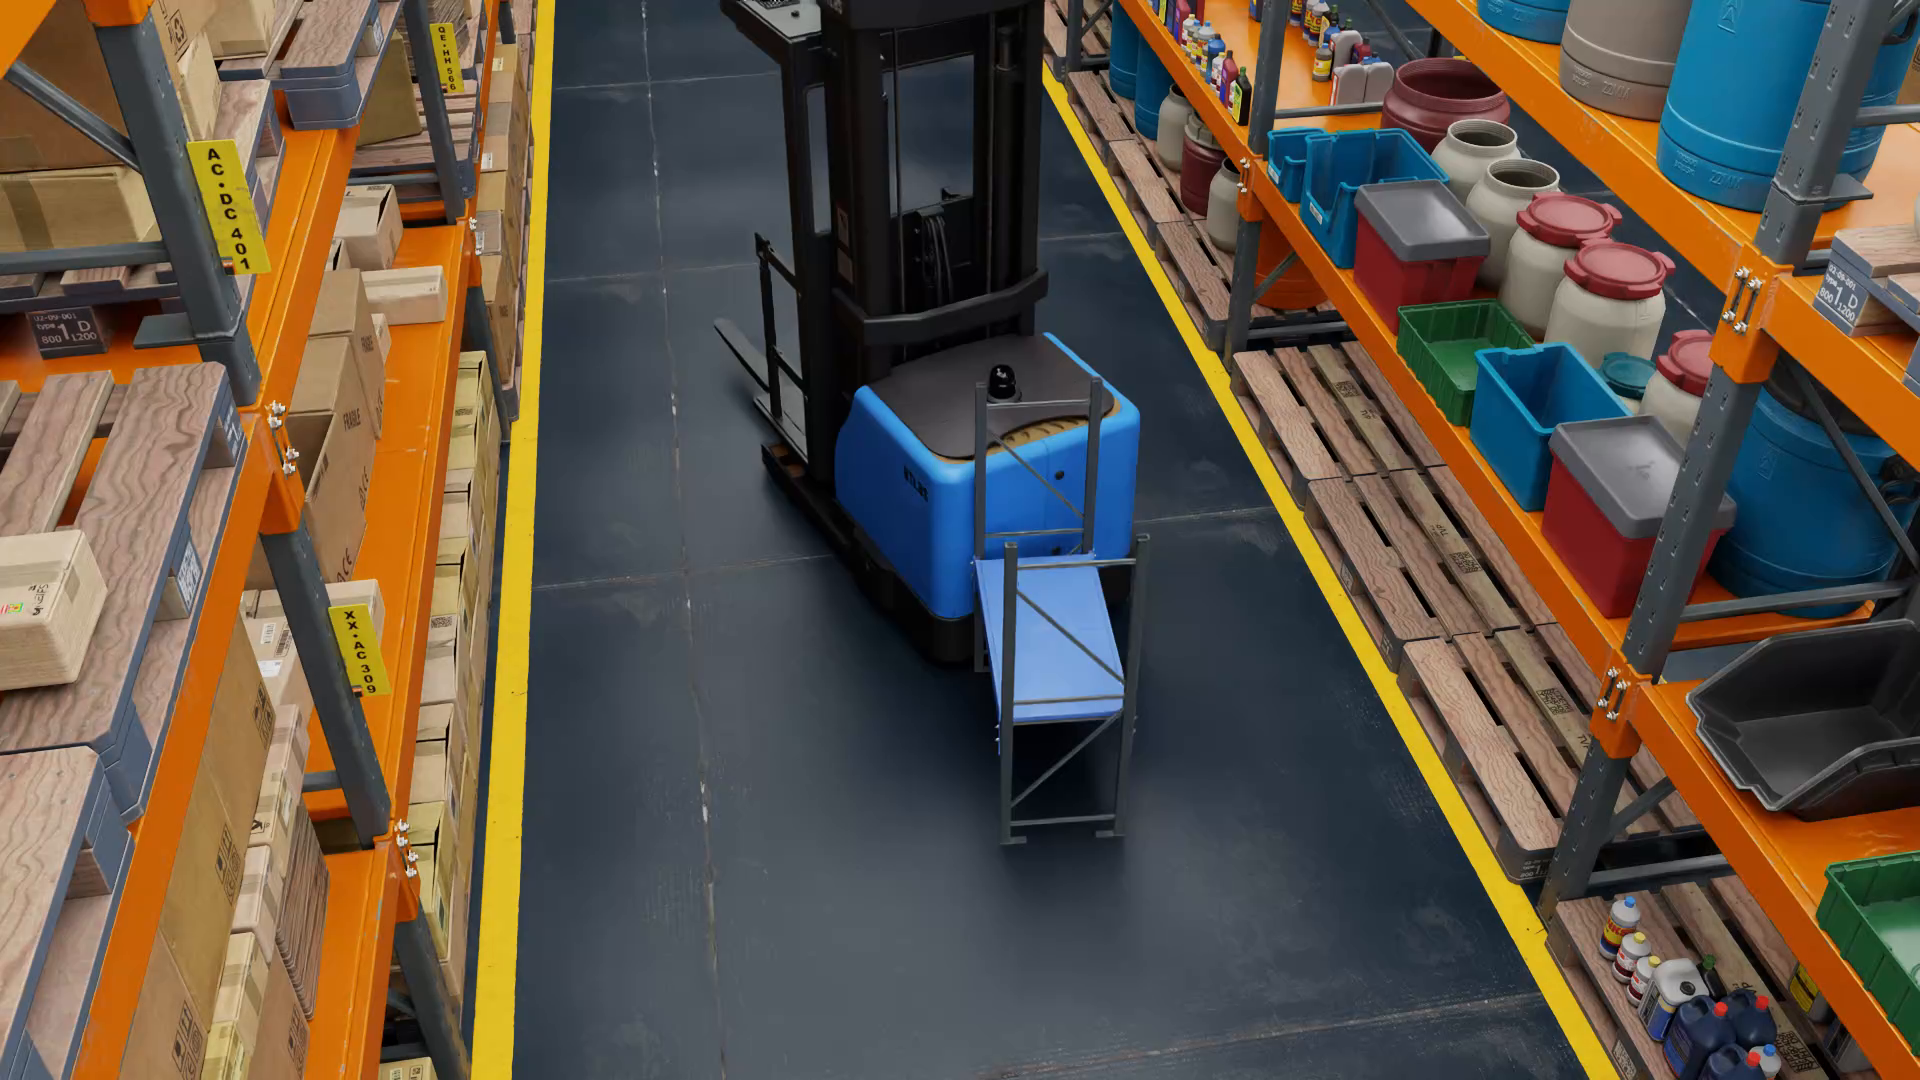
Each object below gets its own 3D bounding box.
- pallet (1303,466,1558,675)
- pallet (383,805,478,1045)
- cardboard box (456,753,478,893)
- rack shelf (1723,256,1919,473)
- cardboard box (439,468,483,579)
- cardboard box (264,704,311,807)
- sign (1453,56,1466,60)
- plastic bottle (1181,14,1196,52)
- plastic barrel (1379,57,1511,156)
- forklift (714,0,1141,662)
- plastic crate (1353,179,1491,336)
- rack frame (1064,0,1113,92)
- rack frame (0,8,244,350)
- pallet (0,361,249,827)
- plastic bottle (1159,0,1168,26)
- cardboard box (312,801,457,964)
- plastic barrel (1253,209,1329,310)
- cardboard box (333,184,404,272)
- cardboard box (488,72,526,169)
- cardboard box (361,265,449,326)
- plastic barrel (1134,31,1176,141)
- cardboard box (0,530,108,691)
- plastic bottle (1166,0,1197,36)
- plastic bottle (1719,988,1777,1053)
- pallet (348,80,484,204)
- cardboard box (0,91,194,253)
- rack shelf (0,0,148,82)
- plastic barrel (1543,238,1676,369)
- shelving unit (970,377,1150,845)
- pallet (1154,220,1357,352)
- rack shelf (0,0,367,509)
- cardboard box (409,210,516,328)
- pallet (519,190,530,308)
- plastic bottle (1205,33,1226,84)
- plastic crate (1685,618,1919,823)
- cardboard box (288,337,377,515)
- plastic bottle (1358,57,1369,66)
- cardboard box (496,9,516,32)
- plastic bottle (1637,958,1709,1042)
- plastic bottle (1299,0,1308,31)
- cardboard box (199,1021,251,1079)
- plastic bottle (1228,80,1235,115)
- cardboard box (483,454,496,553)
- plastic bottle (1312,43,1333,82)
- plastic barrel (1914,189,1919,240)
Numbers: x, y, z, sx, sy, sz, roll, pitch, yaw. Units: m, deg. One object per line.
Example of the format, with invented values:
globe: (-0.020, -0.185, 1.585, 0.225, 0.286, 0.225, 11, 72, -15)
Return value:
pallet: (2.301, 0.101, 7.848, 1.003, 0.211, 1.213, -6, 38, -8)
pallet: (-2.351, 1.399, 6.177, 1.003, 0.211, 1.213, -6, 38, -8)
cardboard box: (-2.098, 1.079, 6.214, 0.500, 0.250, 0.500, -5, 38, -7)
rack shelf: (3.045, 0.516, 3.183, 1.077, 0.370, 4.000, -6, 38, -8)
cardboard box: (-2.367, -0.071, 7.238, 0.500, 0.311, 0.500, -6, 38, -8)
cardboard box: (-1.925, 0.584, 4.343, 0.380, 0.149, 0.250, -6, 38, -8)
sign: (2.533, -2.336, 8.579, 0.100, 0.325, 0.005, -6, 38, -8)
plastic bottle: (1.340, -2.951, 9.665, 0.097, 0.201, 0.097, 0, 38, 0)
plastic barrel: (2.372, -2.014, 8.186, 0.600, 0.536, 0.708, -6, 38, -8)
forklift: (-0.362, -1.507, 7.701, 1.130, 2.935, 3.031, -19, 42, -23)
plastic crate: (1.975, -1.224, 7.229, 0.402, 0.464, 0.583, -6, 38, -8)
rack frame: (1.291, -4.624, 11.657, 1.000, 3.000, 0.127, -6, 38, -8)
rack frame: (-2.183, -1.630, 2.914, 1.000, 3.000, 0.127, -6, 38, -8)
pallet: (-2.008, 0.101, 3.202, 1.003, 0.211, 1.213, -6, 38, -8)
plastic bottle: (1.246, -3.243, 9.974, 0.061, 0.283, 0.133, -6, 38, -8)
cardboard box: (-2.011, 1.161, 5.653, 0.500, 0.311, 0.500, -6, 38, -8)
plastic barrel: (1.890, -1.810, 9.462, 0.600, 0.830, 0.708, -6, 38, -8)
cardboard box: (-2.864, -1.418, 7.603, 0.500, 0.311, 0.500, -4, 38, -5)
cardboard box: (-3.139, -2.713, 10.876, 0.500, 0.500, 0.500, -6, 38, -8)
cardboard box: (-2.455, -1.065, 7.280, 0.380, 0.149, 0.250, -6, 38, -8)
plastic barrel: (1.494, -3.203, 11.196, 0.600, 0.901, 0.708, -6, 38, -8)
cardboard box: (-1.703, 0.131, 2.839, 0.380, 0.149, 0.250, -6, 38, -8)
plastic bottle: (1.315, -3.178, 9.836, 0.144, 0.351, 0.185, -6, 38, -8)
plastic bottle: (2.569, 1.597, 5.450, 0.144, 0.351, 0.185, -6, 38, -8)
pallet: (-3.073, -2.003, 8.440, 1.213, 0.211, 1.003, -6, 38, -8)
cardboard box: (-2.282, -0.926, 4.232, 0.500, 0.250, 0.500, -2, 38, -3)
rack shelf: (-1.833, 0.020, 1.702, 1.077, 0.370, 4.000, -6, 38, -8)
plastic barrel: (2.614, -0.890, 6.740, 0.433, 0.535, 0.433, 0, 38, 0)
shelving unit: (0.357, 0.284, 6.562, 0.538, 1.500, 1.048, -3, 38, -4)
pallet: (1.813, -1.578, 10.010, 1.003, 0.211, 1.213, -6, 38, -8)
rack shelf: (-2.534, -1.370, 5.610, 1.077, 0.370, 4.000, -6, 38, -8)
cardboard box: (-2.780, -1.485, 9.296, 0.500, 0.500, 0.500, -8, 38, -10)
pallet: (-3.189, -1.767, 10.252, 1.003, 0.211, 1.213, -6, 38, -8)
plastic bottle: (1.425, -2.684, 9.265, 0.097, 0.271, 0.097, 0, 38, 0)
plastic crate: (2.661, 0.562, 5.032, 0.767, 0.338, 0.504, -6, 38, -8)
cardboard box: (-2.482, -0.387, 6.122, 0.500, 0.500, 0.500, -6, 38, -8)
plastic bottle: (2.225, -2.557, 9.159, 0.097, 0.201, 0.097, 0, 38, 0)
cardboard box: (-3.608, -3.946, 12.736, 0.380, 0.166, 0.250, -6, 38, -8)
plastic bottle: (2.402, 1.542, 5.582, 0.152, 0.276, 0.135, -5, 38, -6)
plastic bottle: (2.077, -3.161, 9.869, 0.061, 0.283, 0.133, -6, 38, -8)
cardboard box: (-1.748, 1.199, 3.551, 0.380, 0.149, 0.250, -6, 38, -8)
plastic bottle: (1.500, -2.400, 8.956, 0.097, 0.201, 0.097, 0, 38, 0)
cardboard box: (-2.458, -0.155, 7.803, 0.500, 0.250, 0.500, -7, 38, -8)
plastic bottle: (2.034, -2.680, 9.317, 0.097, 0.201, 0.097, 0, 38, 0)
plastic barrel: (2.576, -0.905, 3.992, 0.421, 0.512, 0.421, 0, 38, 0)
